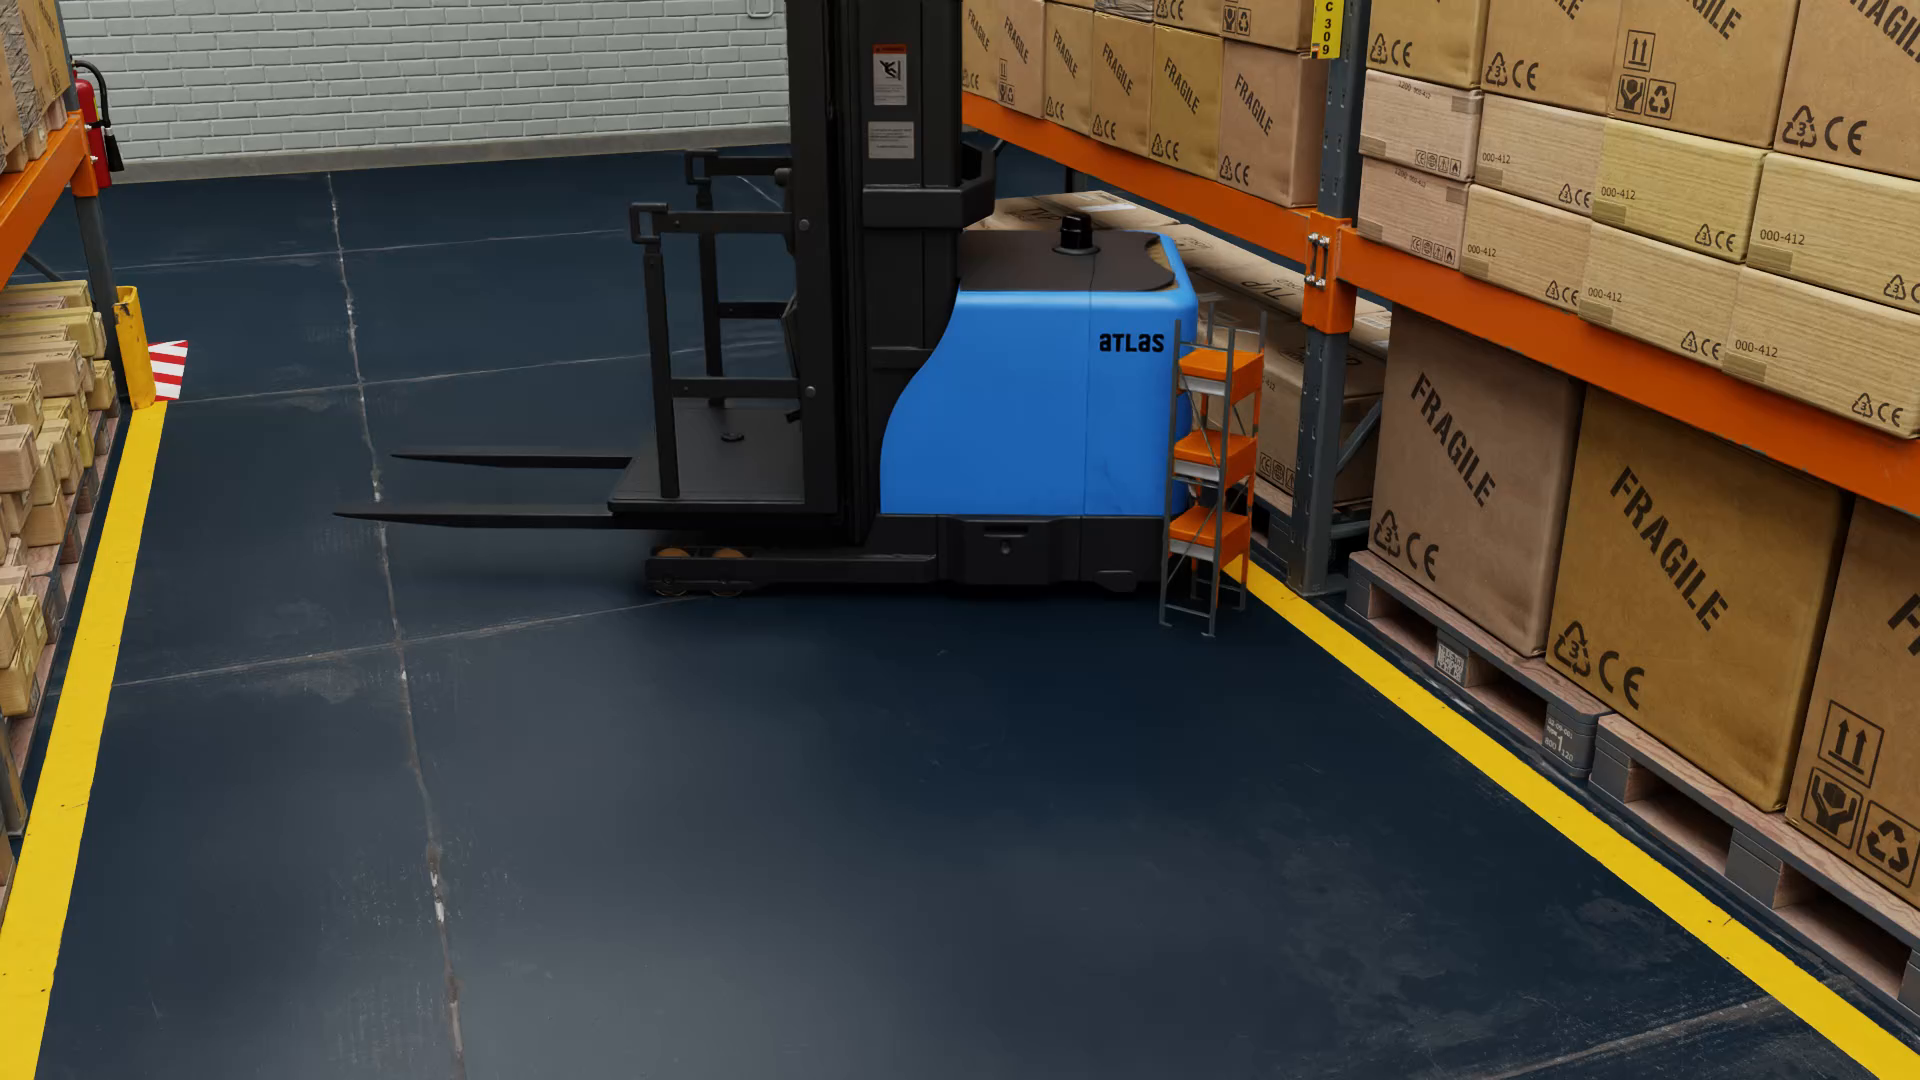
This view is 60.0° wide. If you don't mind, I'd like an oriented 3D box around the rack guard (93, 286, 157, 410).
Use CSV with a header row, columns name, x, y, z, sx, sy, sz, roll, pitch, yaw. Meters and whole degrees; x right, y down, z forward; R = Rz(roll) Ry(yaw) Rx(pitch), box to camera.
name,x,y,z,sx,sy,sz,roll,pitch,yaw
rack guard,-4.347,-0.824,7.560,1.175,0.500,0.348,-8,24,-19

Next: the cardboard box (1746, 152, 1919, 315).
name,x,y,z,sx,sy,sz,roll,pitch,yaw
cardboard box,2.071,-0.672,3.532,0.500,0.250,0.500,-9,25,-21

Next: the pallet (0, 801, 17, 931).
name,x,y,z,sx,sy,sz,roll,pitch,yaw
pallet,-2.684,1.018,3.563,1.003,0.211,1.213,-8,24,-19

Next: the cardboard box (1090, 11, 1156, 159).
name,x,y,z,sx,sy,sz,roll,pitch,yaw
cardboard box,0.854,-1.812,6.558,0.500,0.500,0.500,-9,24,-20

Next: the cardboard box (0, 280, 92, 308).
name,x,y,z,sx,sy,sz,roll,pitch,yaw
cardboard box,-3.949,-0.999,7.123,0.380,0.149,0.250,-8,24,-18

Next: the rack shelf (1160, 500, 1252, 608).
name,x,y,z,sx,sy,sz,roll,pitch,yaw
rack shelf,0.820,0.043,5.539,0.215,0.259,0.240,14,27,30

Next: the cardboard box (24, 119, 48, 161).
name,x,y,z,sx,sy,sz,roll,pitch,yaw
cardboard box,-3.726,-1.533,6.350,0.380,0.149,0.250,-8,24,-18

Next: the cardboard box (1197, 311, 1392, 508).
name,x,y,z,sx,sy,sz,roll,pitch,yaw
cardboard box,1.513,-0.521,6.383,0.875,0.438,0.875,-9,24,-20

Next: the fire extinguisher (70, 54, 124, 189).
name,x,y,z,sx,sy,sz,roll,pitch,yaw
fire extinguisher,-4.031,-1.950,7.595,0.296,0.674,0.183,-8,24,-19

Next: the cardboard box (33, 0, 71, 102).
name,x,y,z,sx,sy,sz,roll,pitch,yaw
cardboard box,-3.974,-2.058,6.759,0.500,0.500,0.500,-8,24,-18

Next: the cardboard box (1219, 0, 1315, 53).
name,x,y,z,sx,sy,sz,roll,pitch,yaw
cardboard box,1.210,-1.906,5.494,0.500,0.500,0.500,-9,24,-19

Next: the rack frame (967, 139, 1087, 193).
name,x,y,z,sx,sy,sz,roll,pitch,yaw
rack frame,0.222,-2.719,8.839,1.000,3.000,0.127,-8,24,-19

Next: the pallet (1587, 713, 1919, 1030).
name,x,y,z,sx,sy,sz,roll,pitch,yaw
pallet,2.413,0.734,4.238,1.003,0.211,1.213,-8,24,-19

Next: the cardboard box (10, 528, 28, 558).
name,x,y,z,sx,sy,sz,roll,pitch,yaw
cardboard box,-3.283,0.036,5.432,0.380,0.149,0.250,-9,25,-21

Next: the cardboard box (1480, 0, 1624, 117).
name,x,y,z,sx,sy,sz,roll,pitch,yaw
cardboard box,1.727,-1.392,4.274,0.500,0.500,0.500,-8,24,-19

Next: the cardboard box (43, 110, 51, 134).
name,x,y,z,sx,sy,sz,roll,pitch,yaw
cardboard box,-3.941,-1.712,6.773,0.380,0.149,0.250,-8,24,-19

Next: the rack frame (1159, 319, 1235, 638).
name,x,y,z,sx,sy,sz,roll,pitch,yaw
rack frame,0.754,-0.183,5.332,0.200,1.050,0.008,14,27,30

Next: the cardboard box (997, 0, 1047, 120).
name,x,y,z,sx,sy,sz,roll,pitch,yaw
cardboard box,0.490,-2.184,7.441,0.500,0.500,0.500,-8,24,-19

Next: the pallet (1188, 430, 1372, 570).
name,x,y,z,sx,sy,sz,roll,pitch,yaw
pallet,1.439,-0.268,6.613,1.003,0.211,1.213,-8,24,-19

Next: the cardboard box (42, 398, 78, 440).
name,x,y,z,sx,sy,sz,roll,pitch,yaw
cardboard box,-3.467,-0.397,6.076,0.380,0.149,0.250,-7,24,-16

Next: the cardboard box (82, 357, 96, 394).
name,x,y,z,sx,sy,sz,roll,pitch,yaw
cardboard box,-3.735,-0.679,6.745,0.380,0.149,0.250,-9,25,-21

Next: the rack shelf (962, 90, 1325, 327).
name,x,y,z,sx,sy,sz,roll,pitch,yaw
rack shelf,0.928,-1.661,7.254,1.077,0.370,4.000,-8,24,-19

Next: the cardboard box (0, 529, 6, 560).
name,x,y,z,sx,sy,sz,roll,pitch,yaw
cardboard box,-2.930,0.035,4.670,0.380,0.149,0.250,-7,24,-16

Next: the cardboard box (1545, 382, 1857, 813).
name,x,y,z,sx,sy,sz,roll,pitch,yaw
cardboard box,2.255,0.062,4.437,0.875,0.875,0.875,-8,24,-17

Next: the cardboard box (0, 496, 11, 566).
name,x,y,z,sx,sy,sz,roll,pitch,yaw
cardboard box,-3.175,-0.004,5.144,0.380,0.149,0.250,-10,25,-22

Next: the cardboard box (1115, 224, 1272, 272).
name,x,y,z,sx,sy,sz,roll,pitch,yaw
cardboard box,0.880,-1.174,7.932,0.875,0.438,0.875,-8,24,-18

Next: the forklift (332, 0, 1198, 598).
name,x,y,z,sx,sy,sz,roll,pitch,yaw
forklift,-0.711,-1.356,5.693,3.031,2.935,1.130,1,23,1

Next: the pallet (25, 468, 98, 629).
name,x,y,z,sx,sy,sz,roll,pitch,yaw
pallet,-3.666,0.052,5.854,1.003,0.211,1.213,-8,24,-19

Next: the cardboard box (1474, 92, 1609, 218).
name,x,y,z,sx,sy,sz,roll,pitch,yaw
cardboard box,1.737,-1.043,4.411,0.500,0.250,0.500,-8,24,-18

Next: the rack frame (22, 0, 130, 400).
name,x,y,z,sx,sy,sz,roll,pitch,yaw
rack frame,-4.373,-2.003,7.140,1.000,3.000,0.127,-8,24,-19

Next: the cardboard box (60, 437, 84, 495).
name,x,y,z,sx,sy,sz,roll,pitch,yaw
cardboard box,-3.468,-0.259,6.132,0.380,0.149,0.250,-8,24,-18

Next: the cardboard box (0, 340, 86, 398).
name,x,y,z,sx,sy,sz,roll,pitch,yaw
cardboard box,-3.525,-0.631,6.248,0.380,0.149,0.250,-7,24,-17

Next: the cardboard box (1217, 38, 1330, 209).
name,x,y,z,sx,sy,sz,roll,pitch,yaw
cardboard box,1.232,-1.445,5.688,0.500,0.500,0.500,-8,24,-19

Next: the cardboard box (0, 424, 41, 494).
name,x,y,z,sx,sy,sz,roll,pitch,yaw
cardboard box,-3.193,-0.246,5.335,0.380,0.149,0.250,-8,24,-18

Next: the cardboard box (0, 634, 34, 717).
name,x,y,z,sx,sy,sz,roll,pitch,yaw
cardboard box,-2.788,0.394,4.583,0.380,0.149,0.250,-9,25,-21

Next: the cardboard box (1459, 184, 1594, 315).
name,x,y,z,sx,sy,sz,roll,pitch,yaw
cardboard box,1.727,-0.812,4.509,0.500,0.250,0.500,-9,24,-20

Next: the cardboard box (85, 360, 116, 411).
name,x,y,z,sx,sy,sz,roll,pitch,yaw
cardboard box,-3.807,-0.641,7.038,0.380,0.149,0.250,-8,24,-17

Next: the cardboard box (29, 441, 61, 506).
name,x,y,z,sx,sy,sz,roll,pitch,yaw
cardboard box,-3.280,-0.207,5.627,0.380,0.149,0.250,-9,24,-19

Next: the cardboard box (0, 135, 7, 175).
name,x,y,z,sx,sy,sz,roll,pitch,yaw
cardboard box,-3.225,-1.314,4.994,0.500,0.500,0.500,-9,24,-20

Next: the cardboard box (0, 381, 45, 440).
name,x,y,z,sx,sy,sz,roll,pitch,yaw
cardboard box,-3.416,-0.428,5.768,0.380,0.149,0.250,-8,24,-19

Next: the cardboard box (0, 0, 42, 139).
name,x,y,z,sx,sy,sz,roll,pitch,yaw
cardboard box,-3.609,-1.687,5.880,0.500,0.500,0.500,-8,24,-19

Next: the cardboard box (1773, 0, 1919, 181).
name,x,y,z,sx,sy,sz,roll,pitch,yaw
cardboard box,2.090,-1.022,3.398,0.500,0.500,0.500,-9,24,-20

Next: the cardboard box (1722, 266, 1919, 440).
name,x,y,z,sx,sy,sz,roll,pitch,yaw
cardboard box,2.062,-0.441,3.628,0.500,0.250,0.500,-9,24,-20

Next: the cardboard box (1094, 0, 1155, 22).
name,x,y,z,sx,sy,sz,roll,pitch,yaw
cardboard box,0.850,-2.275,6.370,0.500,0.500,0.500,-8,24,-18

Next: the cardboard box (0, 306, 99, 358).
name,x,y,z,sx,sy,sz,roll,pitch,yaw
cardboard box,-3.704,-0.824,6.706,0.380,0.149,0.250,-9,24,-20

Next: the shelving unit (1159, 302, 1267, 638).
name,x,y,z,sx,sy,sz,roll,pitch,yaw
shelving unit,0.821,-0.223,5.427,0.215,1.050,0.252,14,27,30

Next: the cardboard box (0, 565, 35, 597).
name,x,y,z,sx,sy,sz,roll,pitch,yaw
cardboard box,-3.019,0.214,5.009,0.380,0.149,0.250,-8,24,-19

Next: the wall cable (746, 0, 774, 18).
name,x,y,z,sx,sy,sz,roll,pitch,yaw
wall cable,-1.792,-5.247,13.489,0.585,1.953,0.123,-8,24,-19
